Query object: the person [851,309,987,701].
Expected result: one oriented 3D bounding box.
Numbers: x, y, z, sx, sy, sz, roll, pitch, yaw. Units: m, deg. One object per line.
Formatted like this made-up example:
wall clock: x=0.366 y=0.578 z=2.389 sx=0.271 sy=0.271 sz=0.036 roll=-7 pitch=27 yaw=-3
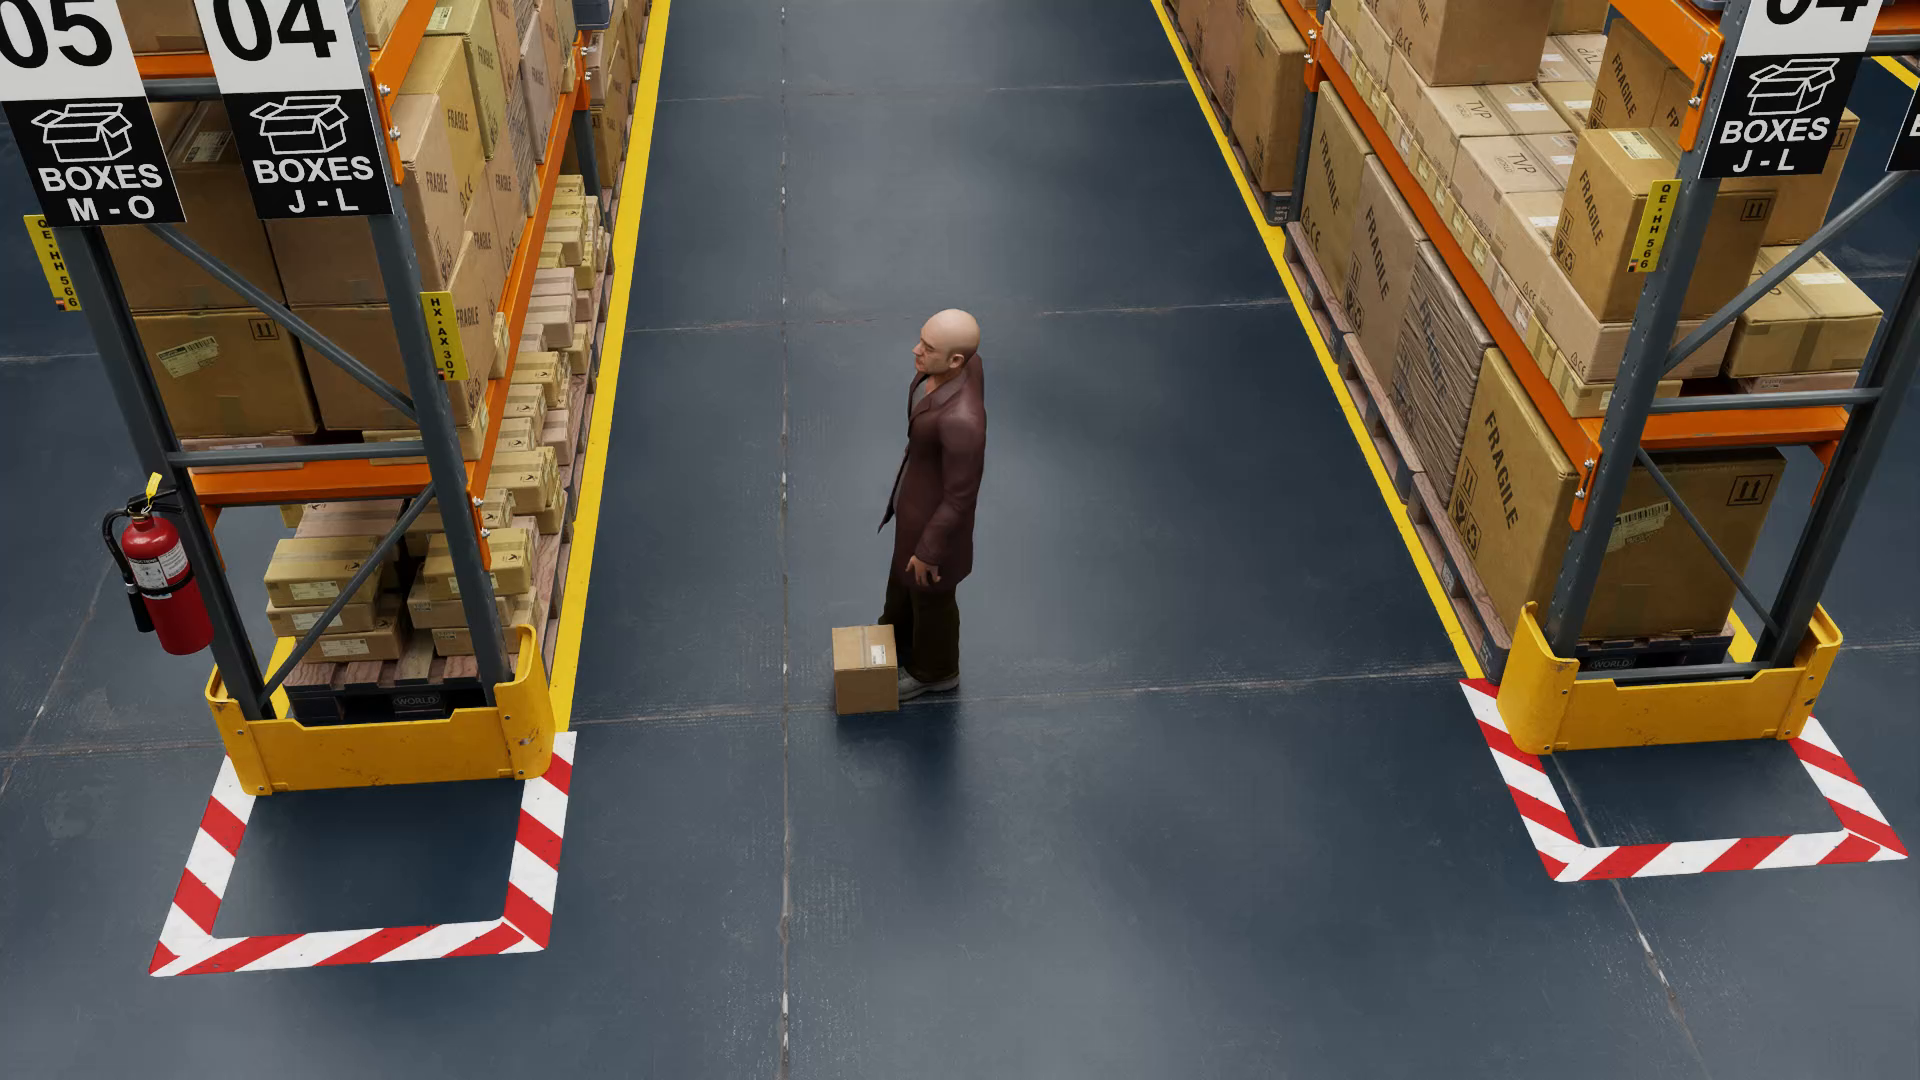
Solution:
person: x=-0.194 y=-0.105 z=6.284 sx=0.582 sy=1.775 sz=0.694 roll=-3 pitch=39 yaw=-4
